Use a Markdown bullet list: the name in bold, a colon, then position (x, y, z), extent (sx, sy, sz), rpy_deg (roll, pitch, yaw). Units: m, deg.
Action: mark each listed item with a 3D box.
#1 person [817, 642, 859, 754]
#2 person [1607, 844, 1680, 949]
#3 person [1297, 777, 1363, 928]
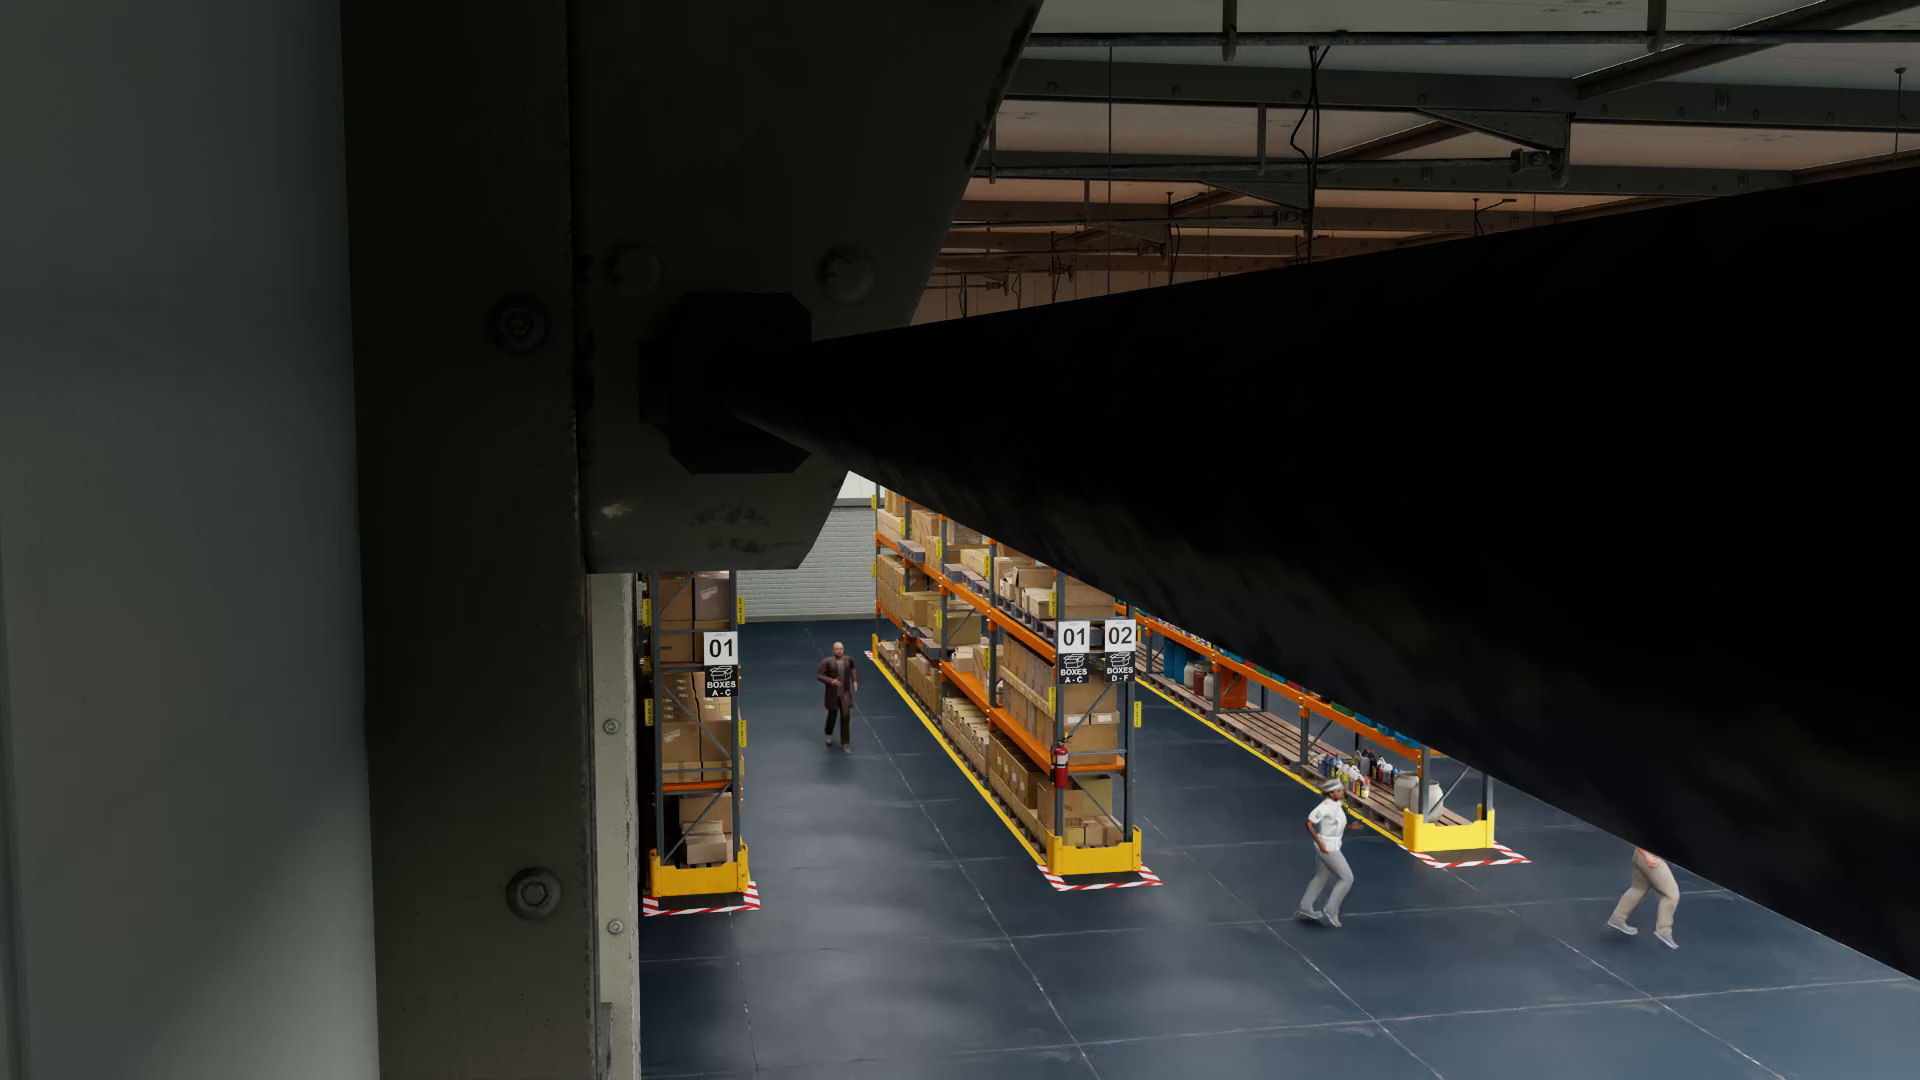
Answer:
- **person**: position (-2.037, 2.597, 27.745), extent (0.735, 1.827, 0.926), rpy_deg (-2, 6, -19)
- **person**: position (7.607, 3.602, 18.351), extent (0.794, 1.805, 0.638), rpy_deg (1, 6, 9)
- **person**: position (4.243, 3.559, 19.021), extent (0.704, 1.745, 0.546), rpy_deg (2, 6, 17)
